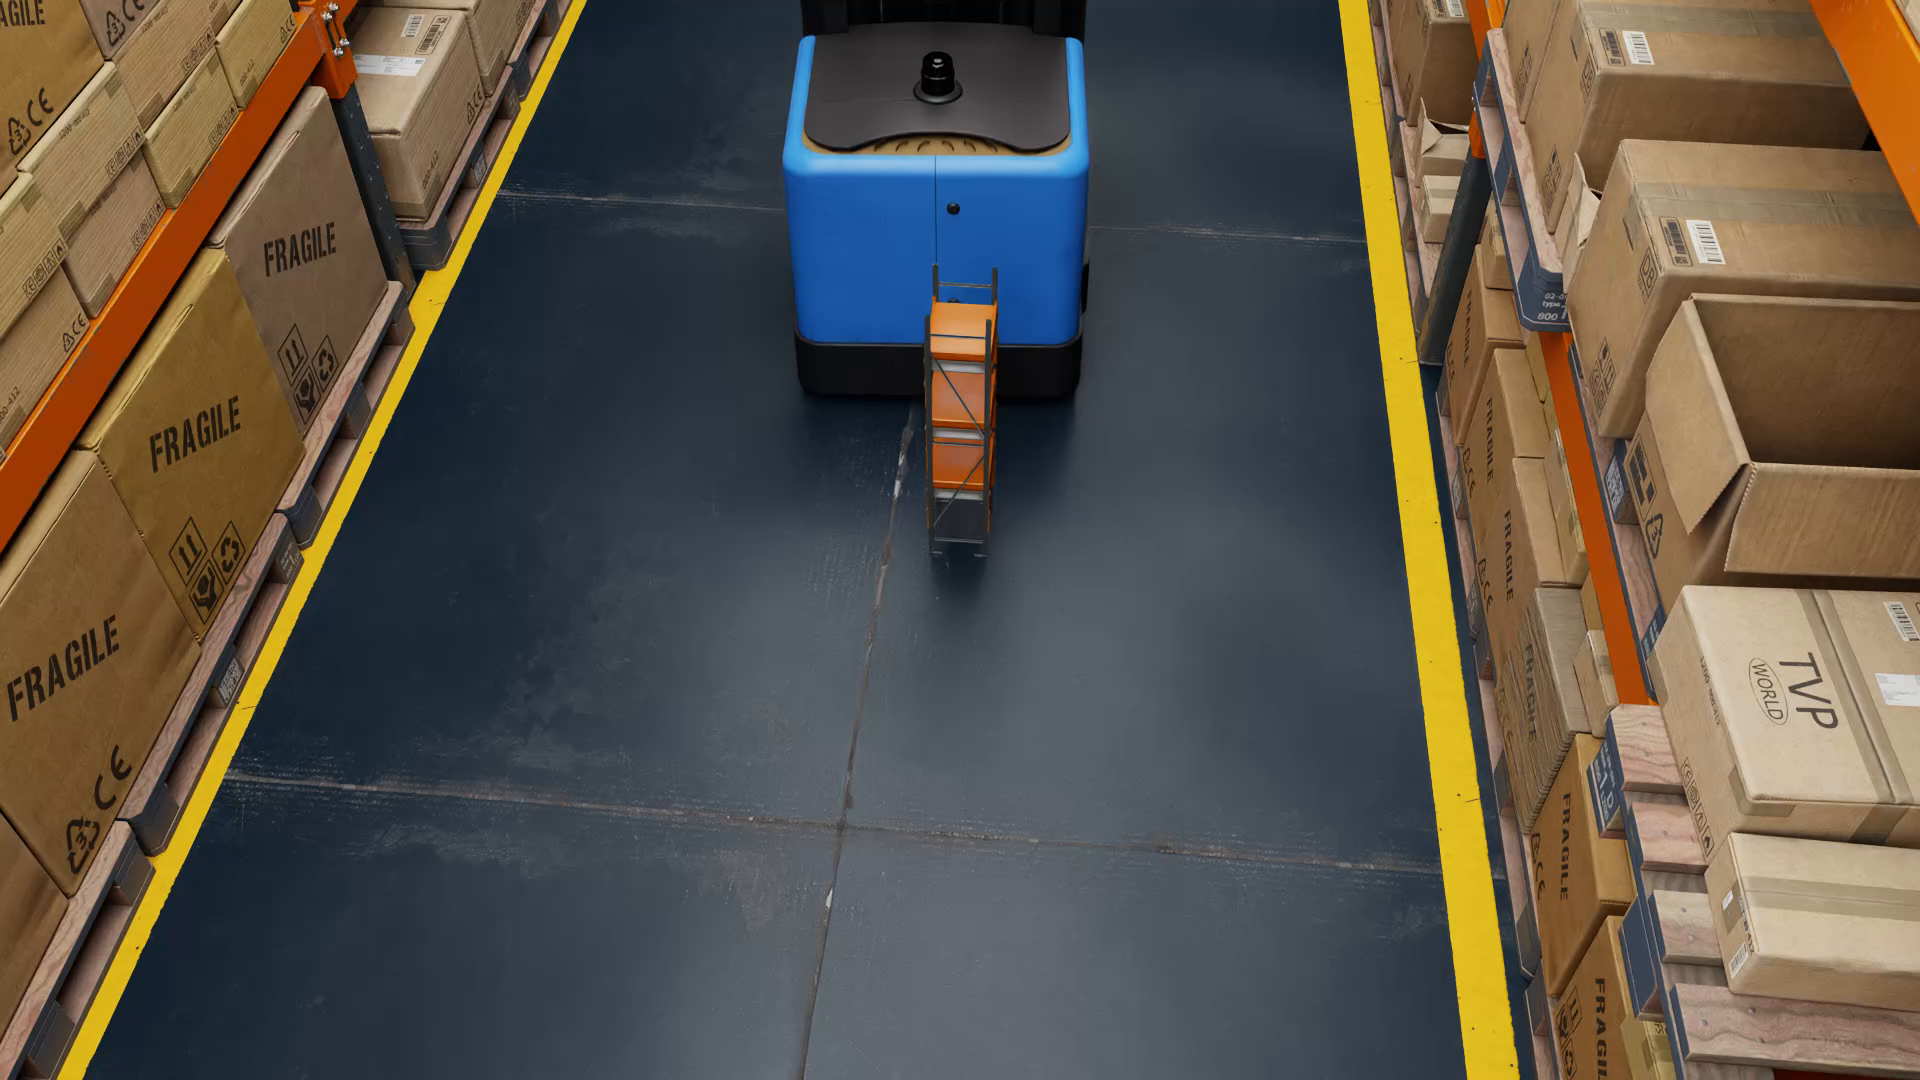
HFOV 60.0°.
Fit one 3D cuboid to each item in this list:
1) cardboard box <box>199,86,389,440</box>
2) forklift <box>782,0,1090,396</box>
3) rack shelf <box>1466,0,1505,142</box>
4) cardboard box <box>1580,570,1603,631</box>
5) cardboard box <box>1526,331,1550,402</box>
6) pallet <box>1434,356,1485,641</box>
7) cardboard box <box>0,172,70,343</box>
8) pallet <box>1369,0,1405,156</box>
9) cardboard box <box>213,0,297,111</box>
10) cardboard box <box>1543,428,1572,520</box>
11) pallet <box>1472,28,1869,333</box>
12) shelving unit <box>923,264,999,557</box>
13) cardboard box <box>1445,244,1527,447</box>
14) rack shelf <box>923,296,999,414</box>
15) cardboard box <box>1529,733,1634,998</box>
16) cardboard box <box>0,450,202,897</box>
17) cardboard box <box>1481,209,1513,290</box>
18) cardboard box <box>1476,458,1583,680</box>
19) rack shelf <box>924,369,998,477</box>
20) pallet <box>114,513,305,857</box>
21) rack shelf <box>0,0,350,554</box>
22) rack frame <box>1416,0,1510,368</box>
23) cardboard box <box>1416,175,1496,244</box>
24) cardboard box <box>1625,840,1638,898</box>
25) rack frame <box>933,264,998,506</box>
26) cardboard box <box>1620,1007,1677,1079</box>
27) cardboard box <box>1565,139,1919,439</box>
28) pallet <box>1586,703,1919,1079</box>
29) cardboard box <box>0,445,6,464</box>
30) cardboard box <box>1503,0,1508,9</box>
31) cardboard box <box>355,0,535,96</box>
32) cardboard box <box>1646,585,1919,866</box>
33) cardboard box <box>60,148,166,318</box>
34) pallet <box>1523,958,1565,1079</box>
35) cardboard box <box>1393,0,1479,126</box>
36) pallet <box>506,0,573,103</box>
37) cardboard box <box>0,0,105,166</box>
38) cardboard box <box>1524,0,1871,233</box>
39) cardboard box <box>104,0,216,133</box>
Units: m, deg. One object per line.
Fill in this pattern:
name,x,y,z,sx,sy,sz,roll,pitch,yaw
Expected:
cardboard box,-2.661,-0.985,5.773,0.875,0.875,0.875,5,48,5
forklift,-0.058,-2.592,6.134,1.130,2.935,3.031,1,48,1
rack shelf,2.441,-2.917,6.873,1.077,0.370,4.000,4,48,4
cardboard box,1.909,0.203,4.502,0.380,0.149,0.250,4,48,4
cardboard box,2.001,-0.563,5.202,0.380,0.149,0.250,2,48,2
pallet,2.222,-0.149,5.743,1.003,0.211,1.213,4,48,4
cardboard box,-2.592,-0.673,4.095,0.500,0.250,0.500,5,48,4
pallet,2.431,-2.152,7.576,1.003,0.211,1.213,4,48,4
cardboard box,-2.474,-1.624,5.304,0.500,0.250,0.500,3,48,3
cardboard box,1.929,-0.180,4.851,0.380,0.149,0.250,4,48,3
pallet,2.077,-1.045,4.803,1.003,0.211,1.213,4,48,4
shelving unit,0.005,-0.394,5.399,0.215,1.050,0.252,4,48,4
cardboard box,1.991,-0.648,5.719,0.500,0.500,0.500,6,48,5
rack shelf,0.005,-0.578,5.197,0.215,0.259,0.240,4,48,4
cardboard box,1.820,0.874,4.327,0.500,0.500,0.500,6,48,5
cardboard box,-2.818,0.336,4.565,0.875,0.875,0.875,4,48,4
cardboard box,1.961,-0.961,5.566,0.380,0.149,0.250,6,48,5
cardboard box,1.902,0.111,5.025,0.500,0.500,0.500,3,48,2
rack shelf,0.005,-0.387,5.406,0.215,0.259,0.240,4,48,4
pallet,-2.788,0.391,5.249,1.003,0.211,1.213,4,48,4
rack shelf,-2.867,-0.309,4.487,1.077,0.370,4.000,4,48,4
rack frame,2.259,-1.690,5.263,1.000,3.000,0.127,4,48,4
cardboard box,2.017,-1.299,6.552,0.380,0.149,0.250,3,48,2
cardboard box,1.818,0.768,3.984,0.380,0.149,0.250,5,48,5
rack frame,0.016,-0.483,5.481,0.200,1.050,0.008,4,48,4
cardboard box,1.681,1.150,3.635,0.380,0.149,0.250,2,48,2
cardboard box,1.873,-0.568,3.884,0.700,0.500,0.500,4,48,3
pallet,1.886,0.811,3.105,1.213,0.211,1.003,4,48,4
cardboard box,-2.671,-0.137,3.945,0.500,0.250,0.500,5,48,5
cardboard box,2.036,-1.857,5.585,0.380,0.149,0.250,4,48,4
cardboard box,-2.440,-2.410,7.373,0.875,0.438,0.875,3,48,2
cardboard box,1.668,0.361,3.204,0.500,0.250,0.500,2,48,2
cardboard box,-2.587,-0.880,4.624,0.500,0.250,0.500,3,48,2
pallet,2.000,1.644,4.103,1.003,0.211,1.213,4,48,4
cardboard box,2.262,-2.096,7.044,0.700,0.500,0.500,2,48,2
pallet,-2.429,-2.532,7.923,1.003,0.211,1.213,4,48,4
cardboard box,-2.581,-1.295,4.156,0.500,0.500,0.500,5,48,5
cardboard box,1.945,-1.144,4.412,0.700,0.500,0.500,4,48,4
cardboard box,-2.521,-1.431,4.789,0.500,0.250,0.500,5,48,4
